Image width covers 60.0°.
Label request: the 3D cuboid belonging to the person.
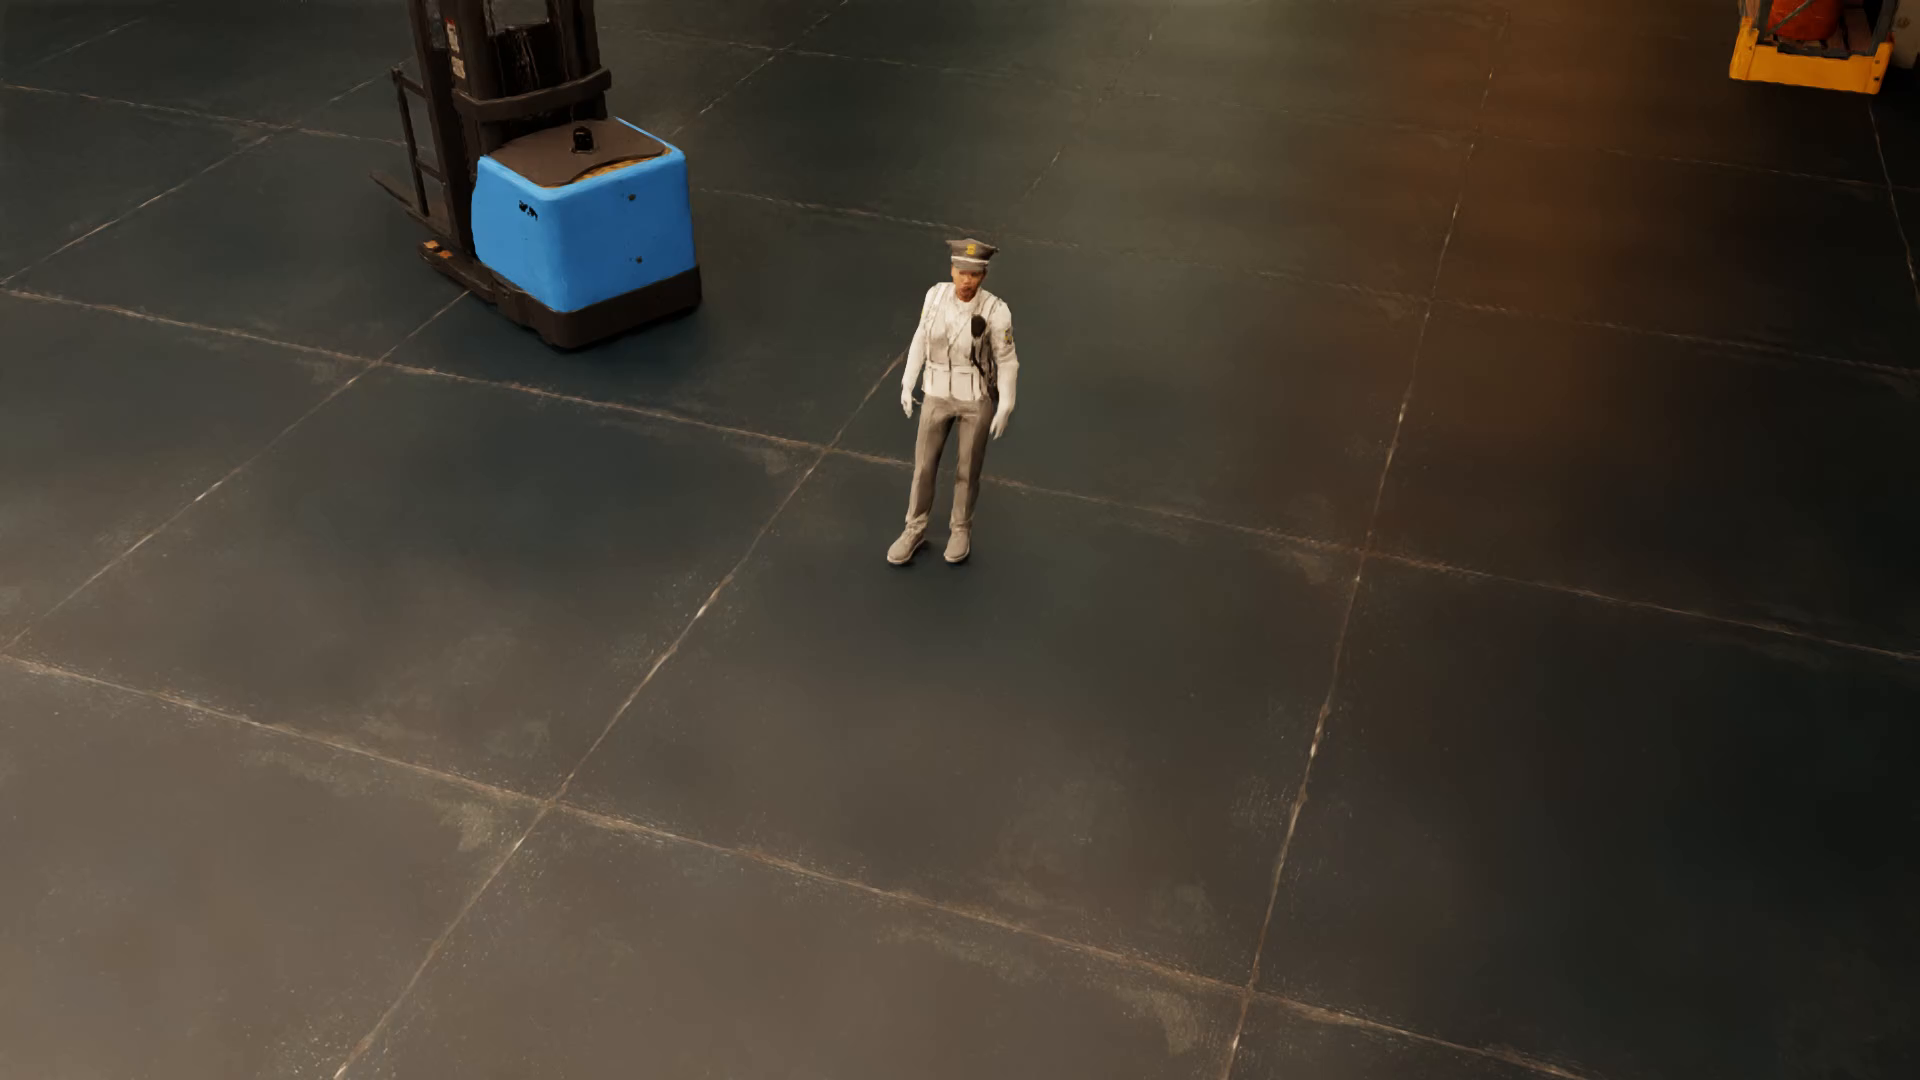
[{"bbox_3d":[-0.029,-0.662,8.101,0.586,1.695,0.532,12,37,16],"label":"person"}]

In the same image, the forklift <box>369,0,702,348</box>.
[{"bbox_3d":[-3.015,-3.143,10.543,1.130,2.935,3.031,-27,44,-33],"label":"forklift"}]
